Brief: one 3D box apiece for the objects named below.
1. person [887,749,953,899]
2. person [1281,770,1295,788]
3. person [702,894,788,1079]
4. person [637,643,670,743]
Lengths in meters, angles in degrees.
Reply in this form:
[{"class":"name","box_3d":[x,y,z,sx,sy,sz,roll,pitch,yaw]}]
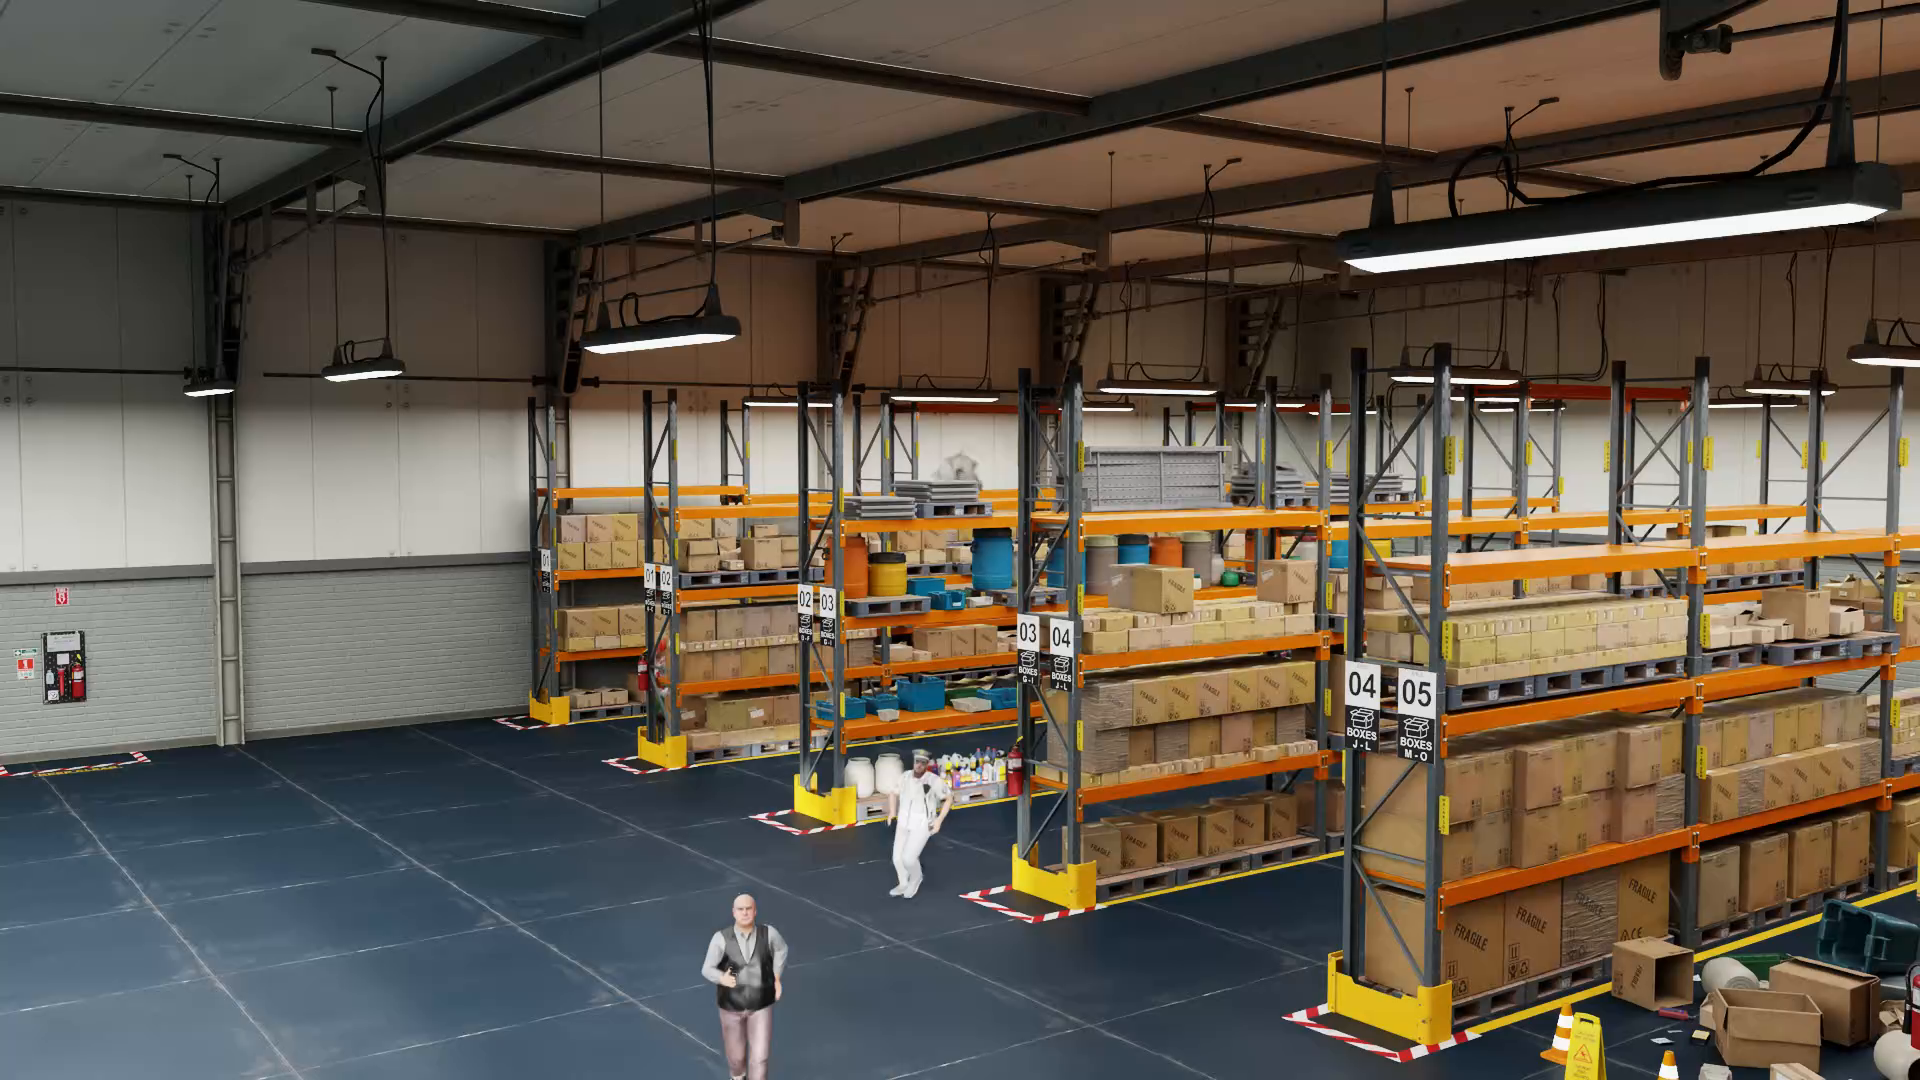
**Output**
[{"class":"person","box_3d":[-0.502,3.198,18.690,0.720,1.726,0.581,2,4,27]},{"class":"person","box_3d":[4.651,2.846,24.398,0.673,1.825,0.753,3,4,39]},{"class":"person","box_3d":[-1.616,3.536,12.555,0.657,1.726,0.949,0,3,-8]},{"class":"person","box_3d":[-5.107,2.609,28.423,0.698,1.744,0.737,3,4,40]}]
